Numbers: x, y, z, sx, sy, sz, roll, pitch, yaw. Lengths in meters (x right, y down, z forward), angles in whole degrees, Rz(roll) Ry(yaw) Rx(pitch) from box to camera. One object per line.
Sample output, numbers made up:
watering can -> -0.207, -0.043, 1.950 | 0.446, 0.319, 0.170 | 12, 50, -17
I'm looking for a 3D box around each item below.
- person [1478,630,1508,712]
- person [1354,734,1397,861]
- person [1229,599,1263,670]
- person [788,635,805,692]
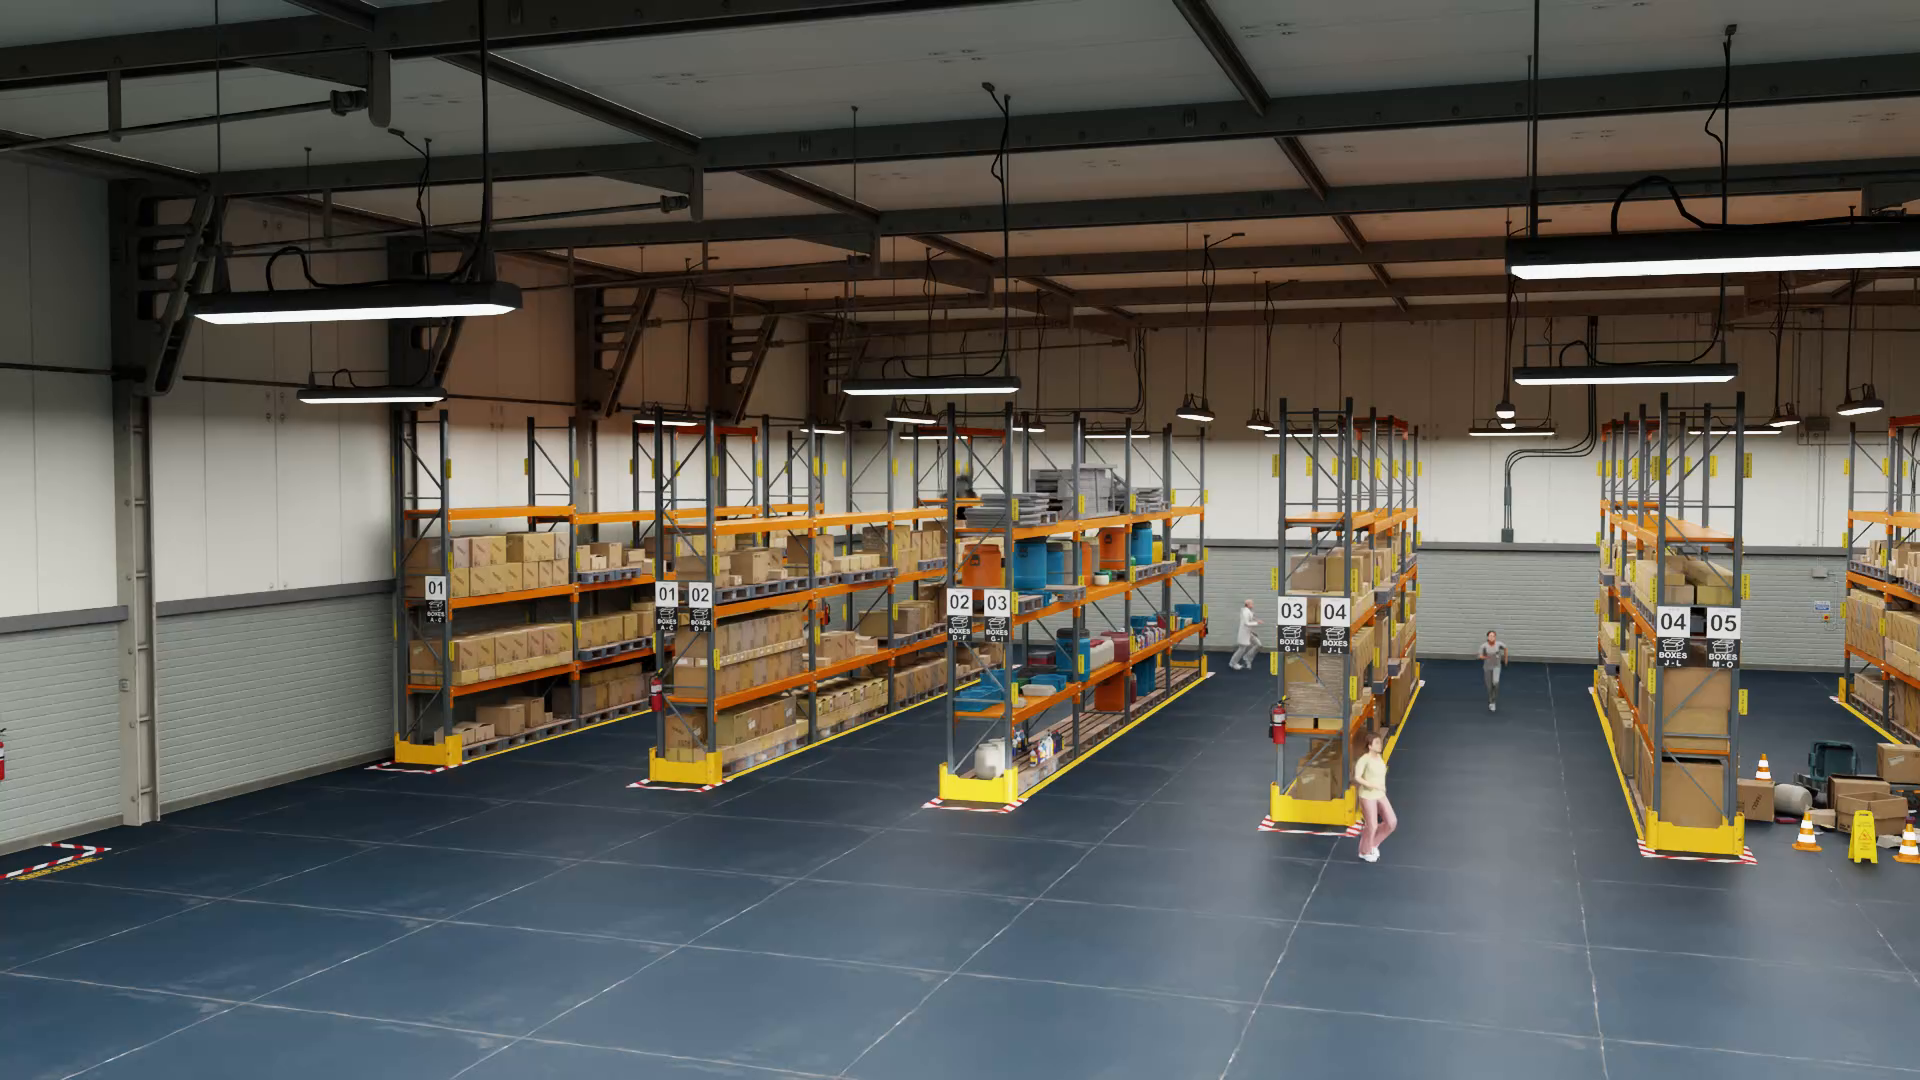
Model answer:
person -> 11.025, 2.694, 34.411 | 0.588, 1.675, 0.813 | 1, 3, 17
person -> 5.253, 3.273, 21.098 | 0.576, 1.634, 0.553 | -2, 3, -32
person -> 7.106, 2.347, 41.276 | 0.880, 1.762, 0.753 | 1, 3, 22
person -> -3.597, 2.601, 35.745 | 0.697, 1.785, 0.814 | 0, 2, 7
